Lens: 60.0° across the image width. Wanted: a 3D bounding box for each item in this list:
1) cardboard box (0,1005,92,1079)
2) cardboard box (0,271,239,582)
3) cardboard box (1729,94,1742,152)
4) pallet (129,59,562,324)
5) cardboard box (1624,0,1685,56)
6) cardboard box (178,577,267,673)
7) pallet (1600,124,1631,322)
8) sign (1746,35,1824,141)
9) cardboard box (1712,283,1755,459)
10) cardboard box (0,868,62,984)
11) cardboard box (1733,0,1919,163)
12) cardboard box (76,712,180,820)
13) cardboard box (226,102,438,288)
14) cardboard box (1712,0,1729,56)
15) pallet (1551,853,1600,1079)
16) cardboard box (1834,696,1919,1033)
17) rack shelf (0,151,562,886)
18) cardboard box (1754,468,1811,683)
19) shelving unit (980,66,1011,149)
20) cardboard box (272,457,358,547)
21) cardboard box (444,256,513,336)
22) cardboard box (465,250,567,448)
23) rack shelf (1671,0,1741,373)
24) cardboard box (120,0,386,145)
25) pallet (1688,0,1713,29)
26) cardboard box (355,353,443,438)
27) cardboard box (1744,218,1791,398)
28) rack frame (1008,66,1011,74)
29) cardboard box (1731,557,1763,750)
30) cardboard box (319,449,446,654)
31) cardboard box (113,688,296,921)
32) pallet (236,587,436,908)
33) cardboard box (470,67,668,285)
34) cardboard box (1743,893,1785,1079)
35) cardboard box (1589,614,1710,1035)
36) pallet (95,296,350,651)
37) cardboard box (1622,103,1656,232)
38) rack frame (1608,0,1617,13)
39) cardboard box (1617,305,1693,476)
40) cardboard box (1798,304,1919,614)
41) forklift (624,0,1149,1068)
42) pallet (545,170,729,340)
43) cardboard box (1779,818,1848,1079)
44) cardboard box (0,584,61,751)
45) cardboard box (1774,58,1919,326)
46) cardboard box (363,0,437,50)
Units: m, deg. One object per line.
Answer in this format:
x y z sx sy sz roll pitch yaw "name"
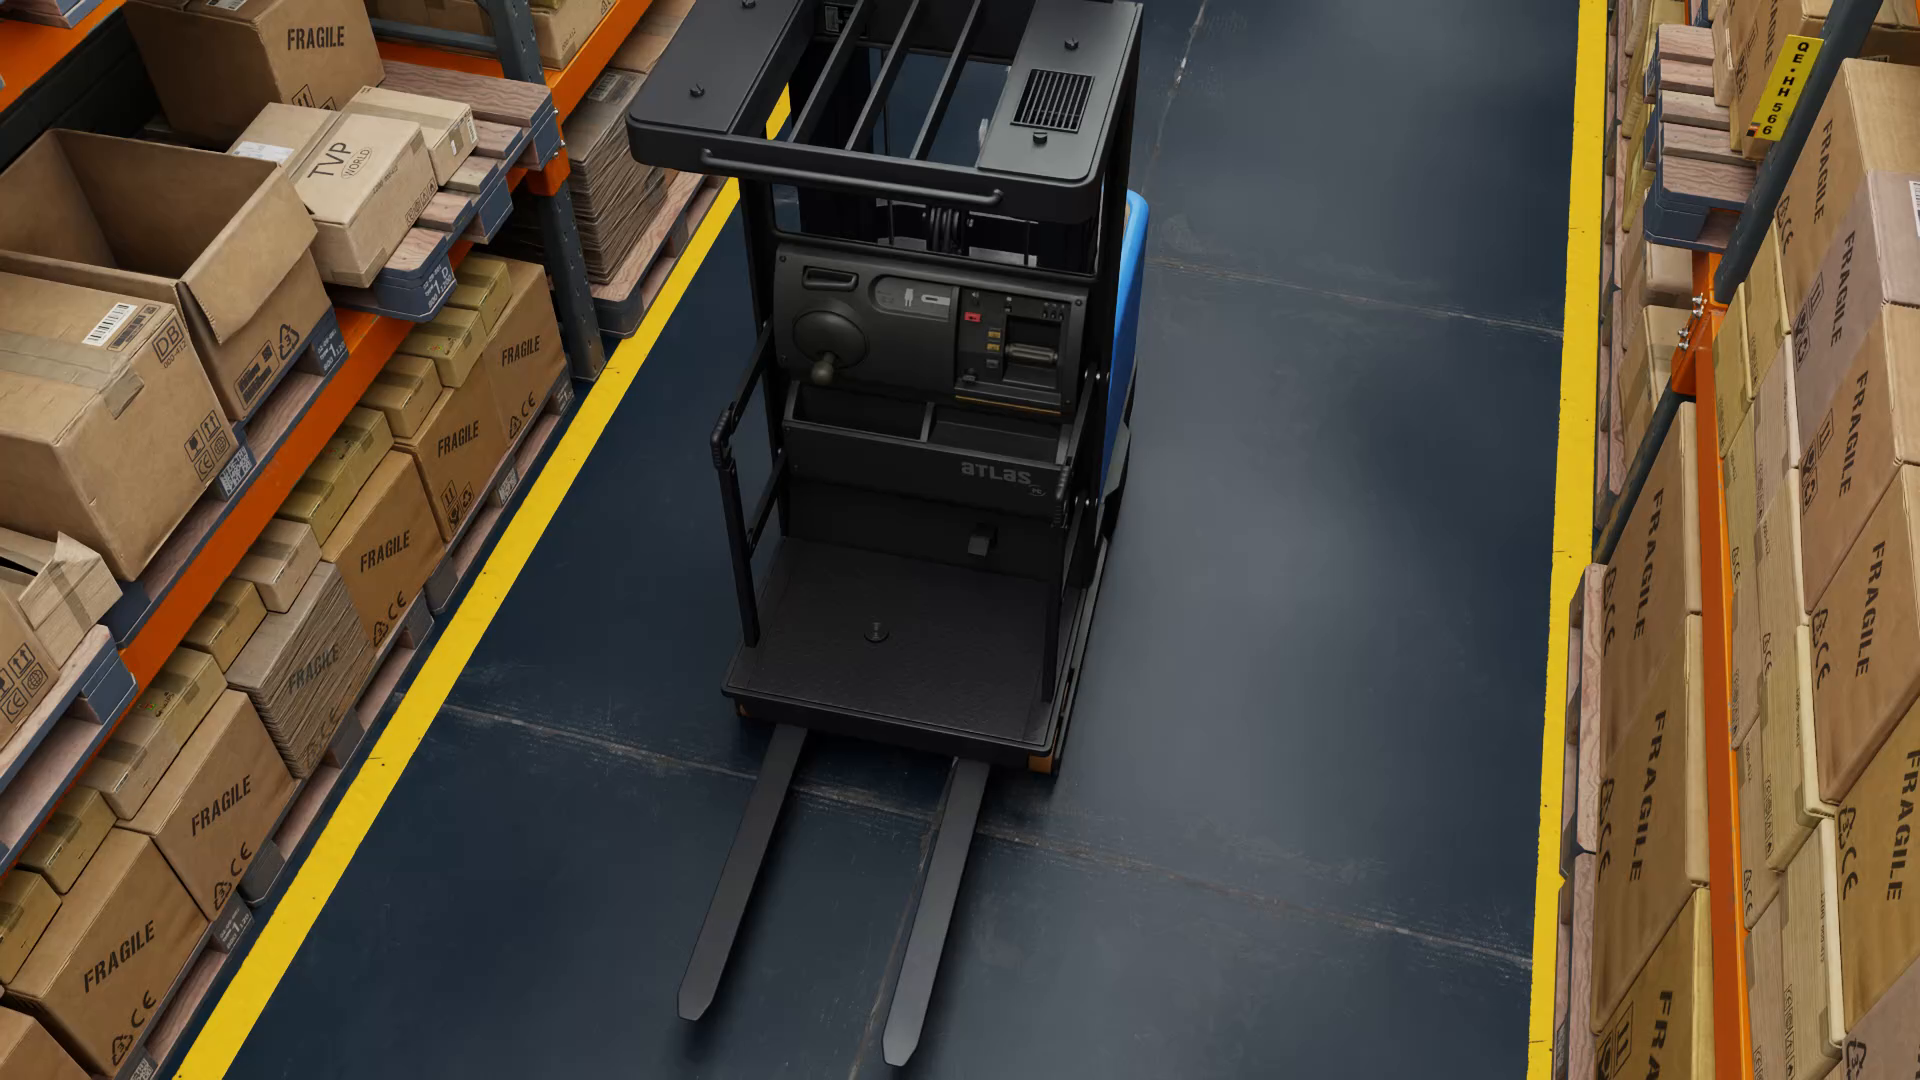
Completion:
-2.670 1.499 4.313 0.500 0.500 0.500 14 50 12 "cardboard box"
-2.329 -0.304 4.171 0.700 0.500 0.500 11 50 10 "cardboard box"
2.688 -1.348 5.326 0.380 0.149 0.250 12 50 11 "cardboard box"
-2.073 -1.209 5.445 1.213 0.211 1.003 12 50 10 "pallet"
3.745 -2.583 8.002 0.950 0.372 0.625 12 50 11 "cardboard box"
-2.337 0.225 5.005 0.380 0.149 0.250 12 50 10 "cardboard box"
3.358 -1.322 7.276 1.003 0.211 1.213 12 50 10 "pallet"
2.302 -1.257 4.640 0.100 0.325 0.005 12 50 10 "sign"
2.456 -0.446 4.743 0.500 0.250 0.500 11 49 9 "cardboard box"
-2.609 0.979 4.339 0.380 0.149 0.250 9 49 8 "cardboard box"
2.679 -1.454 4.988 0.500 0.500 0.500 10 49 9 "cardboard box"
-2.448 0.605 4.670 0.380 0.149 0.250 11 50 10 "cardboard box"
-1.927 -1.039 4.986 0.500 0.250 0.500 9 49 8 "cardboard box"
2.785 -1.719 5.654 0.380 0.149 0.250 9 49 8 "cardboard box"
2.224 1.558 4.734 1.003 0.211 1.213 12 50 10 "pallet"
1.932 0.618 2.970 0.500 0.500 0.500 13 50 11 "cardboard box"
-2.488 -0.092 4.811 1.077 0.370 4.000 12 50 10 "rack shelf"
2.176 0.134 3.898 0.500 0.250 0.500 11 50 10 "cardboard box"
0.245 -1.242 6.546 0.258 1.200 0.503 10 49 9 "shelving unit"
-2.180 -0.148 5.335 0.380 0.149 0.250 11 49 9 "cardboard box"
-1.847 -0.896 5.995 0.380 0.149 0.250 9 49 8 "cardboard box"
-1.866 -0.740 6.290 0.500 0.500 0.500 13 50 11 "cardboard box"
3.354 -2.009 6.502 1.077 0.370 4.000 12 50 10 "rack shelf"
-2.248 -1.607 5.321 0.500 0.500 0.500 14 50 12 "cardboard box"
3.309 -2.177 6.298 1.003 0.211 1.213 12 50 10 "pallet"
-2.001 -0.511 5.655 0.380 0.149 0.250 10 49 9 "cardboard box"
2.456 -0.598 4.544 0.500 0.250 0.500 11 50 10 "cardboard box"
0.300 -1.420 6.703 0.240 1.200 0.015 10 49 9 "rack frame"
2.194 0.307 4.078 0.500 0.250 0.500 13 50 11 "cardboard box"
-2.143 -0.001 5.638 0.500 0.500 0.500 14 50 12 "cardboard box"
-2.404 0.752 4.973 0.500 0.500 0.500 10 49 9 "cardboard box"
-2.518 0.558 5.617 1.003 0.211 1.213 12 50 10 "pallet"
-1.785 -1.578 6.946 0.875 0.625 0.625 13 50 11 "cardboard box"
1.936 1.039 3.432 0.500 0.250 0.500 10 49 9 "cardboard box"
2.327 0.892 4.599 0.875 0.875 0.875 12 50 10 "cardboard box"
-2.469 -0.306 4.647 1.003 0.211 1.213 12 50 10 "pallet"
3.378 -1.559 7.098 0.950 0.372 0.625 13 50 11 "cardboard box"
3.881 -3.693 7.509 1.000 3.000 0.127 12 50 10 "rack frame"
2.986 -0.476 6.142 0.950 0.372 0.625 9 49 7 "cardboard box"
2.190 -0.124 3.625 0.500 0.500 0.500 13 50 11 "cardboard box"
-0.141 -0.510 4.745 1.130 2.935 3.031 10 49 9 "forklift"
-1.708 -1.442 7.382 1.003 0.211 1.213 12 50 10 "pallet"
1.911 0.872 3.247 0.500 0.250 0.500 13 50 11 "cardboard box"
-2.535 0.264 3.670 0.700 0.500 0.500 12 50 10 "cardboard box"
2.462 -0.856 4.271 0.500 0.500 0.500 10 49 9 "cardboard box"
-2.090 -2.103 6.205 0.500 0.250 0.500 11 49 9 "cardboard box"
